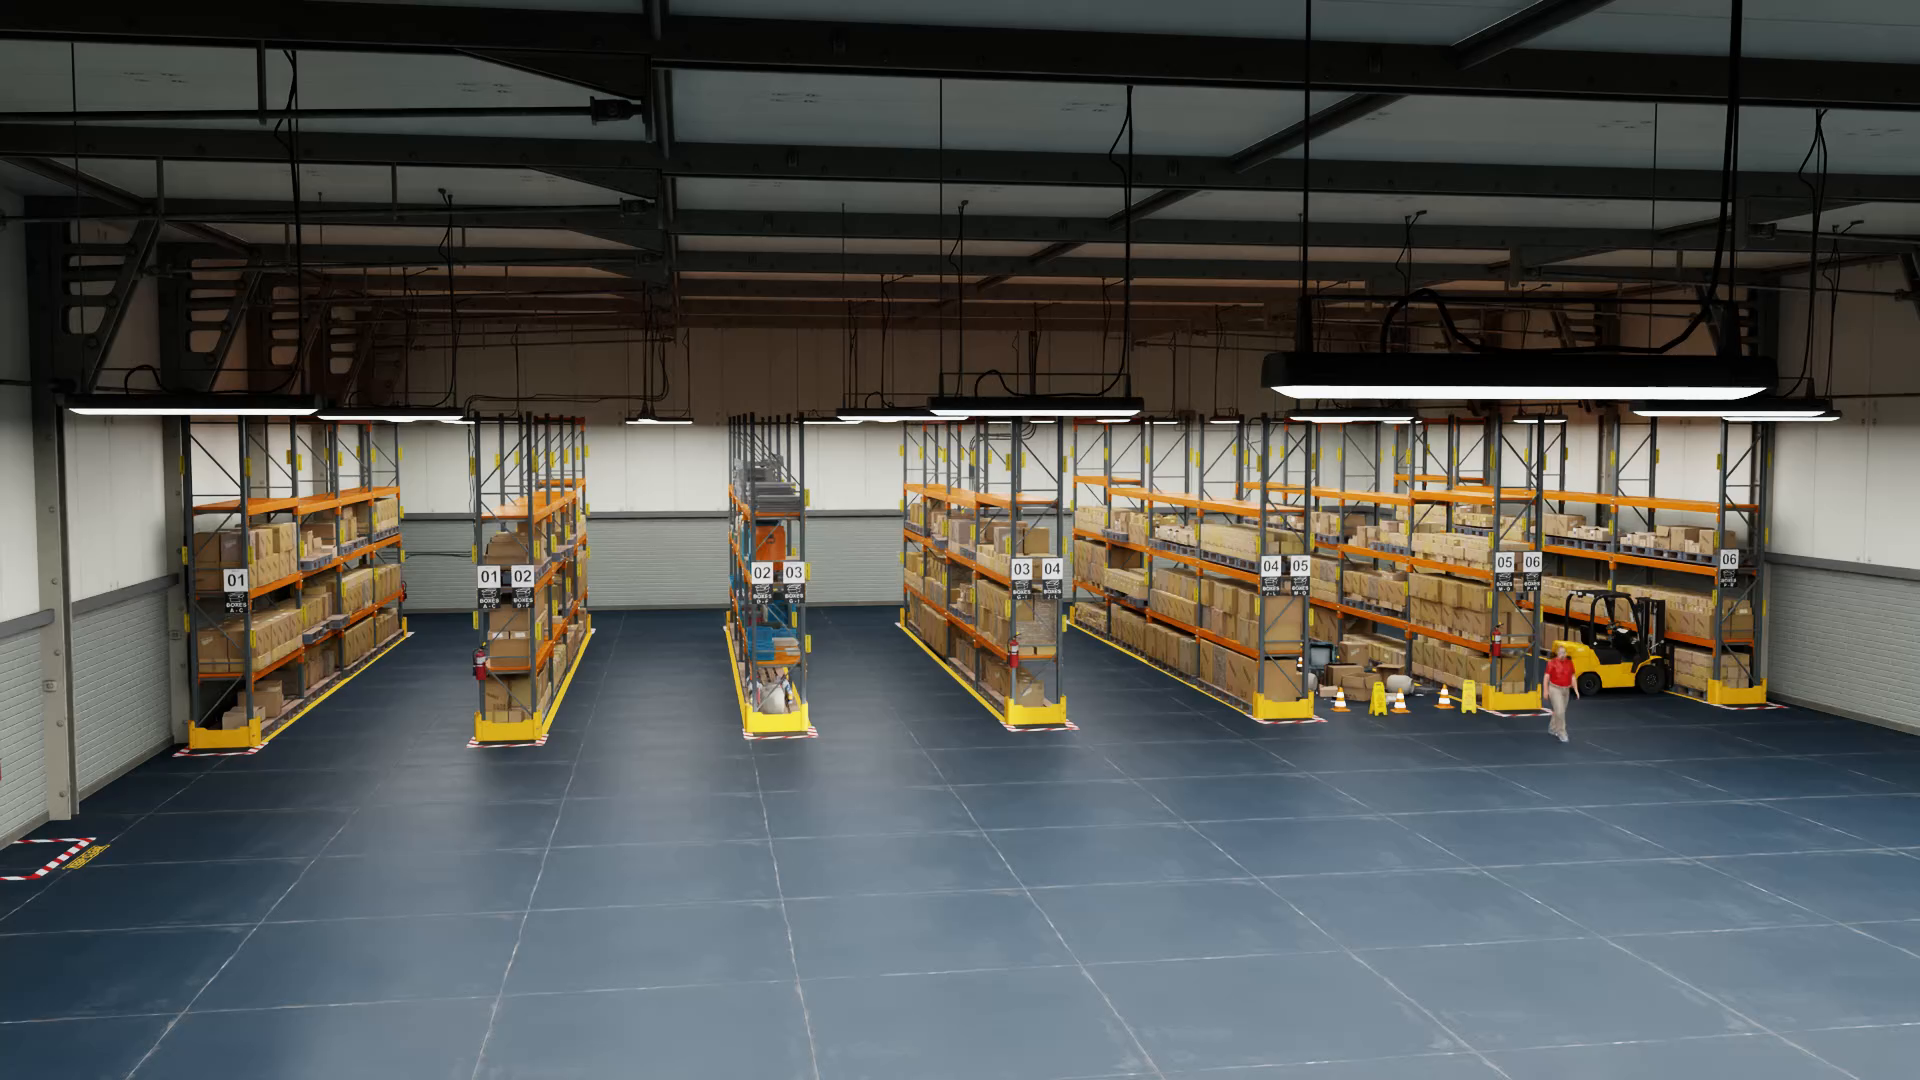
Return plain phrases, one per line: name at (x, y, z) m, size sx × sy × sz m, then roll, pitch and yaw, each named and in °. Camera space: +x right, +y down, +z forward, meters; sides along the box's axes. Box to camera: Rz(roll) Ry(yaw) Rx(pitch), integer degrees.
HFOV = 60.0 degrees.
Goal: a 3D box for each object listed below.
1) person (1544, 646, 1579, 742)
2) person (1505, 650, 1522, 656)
person at (11.011, 2.829, 30.482) m, size 0.563 × 1.801 × 0.696 m, roll -2°, pitch 4°, yaw -22°
person at (12.683, 2.365, 38.030) m, size 0.503 × 1.562 × 0.711 m, roll -1°, pitch 4°, yaw -8°
